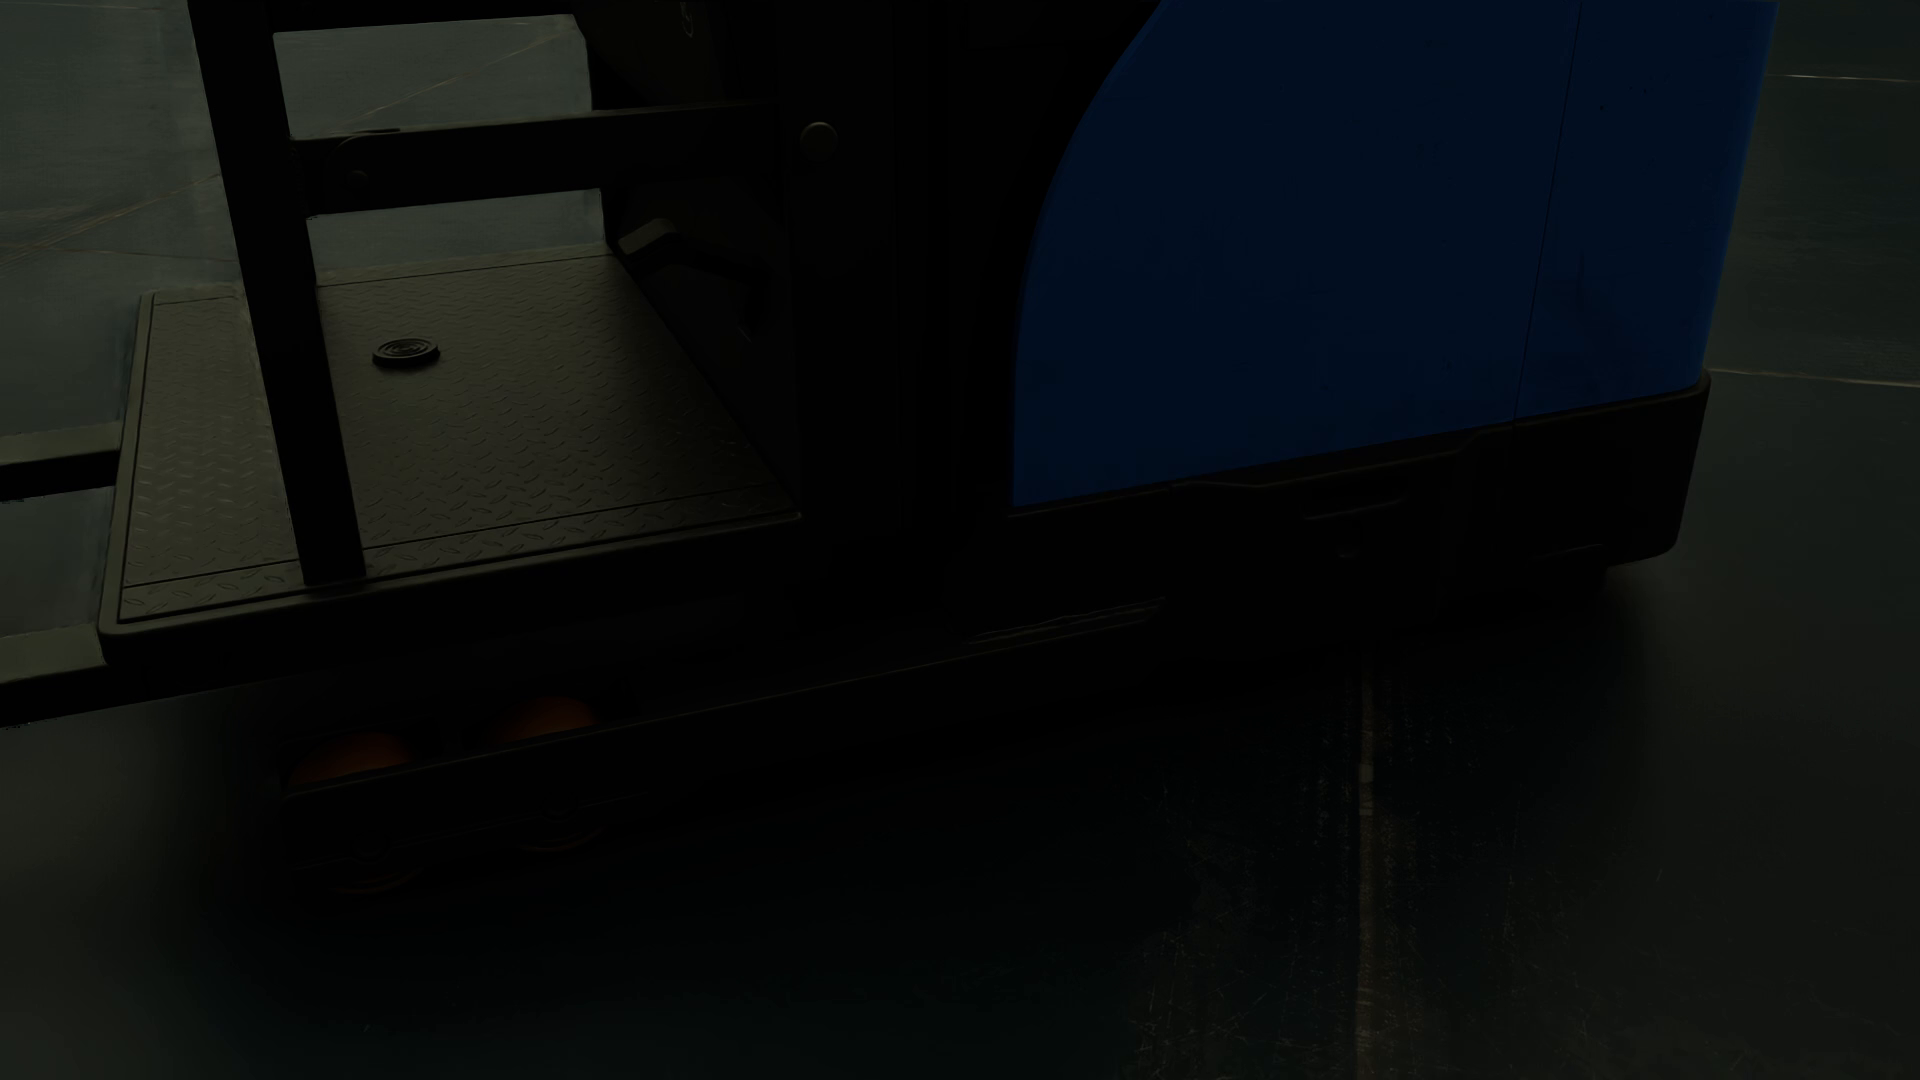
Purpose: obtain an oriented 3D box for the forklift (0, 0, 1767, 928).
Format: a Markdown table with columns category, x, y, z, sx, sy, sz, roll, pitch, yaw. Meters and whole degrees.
| category | x | y | z | sx | sy | sz | roll | pitch | yaw |
| --- | --- | --- | --- | --- | --- | --- | --- | --- | --- |
| forklift | -0.511 | -1.185 | 1.595 | 3.031 | 2.935 | 1.130 | -13 | 29 | -24 |
